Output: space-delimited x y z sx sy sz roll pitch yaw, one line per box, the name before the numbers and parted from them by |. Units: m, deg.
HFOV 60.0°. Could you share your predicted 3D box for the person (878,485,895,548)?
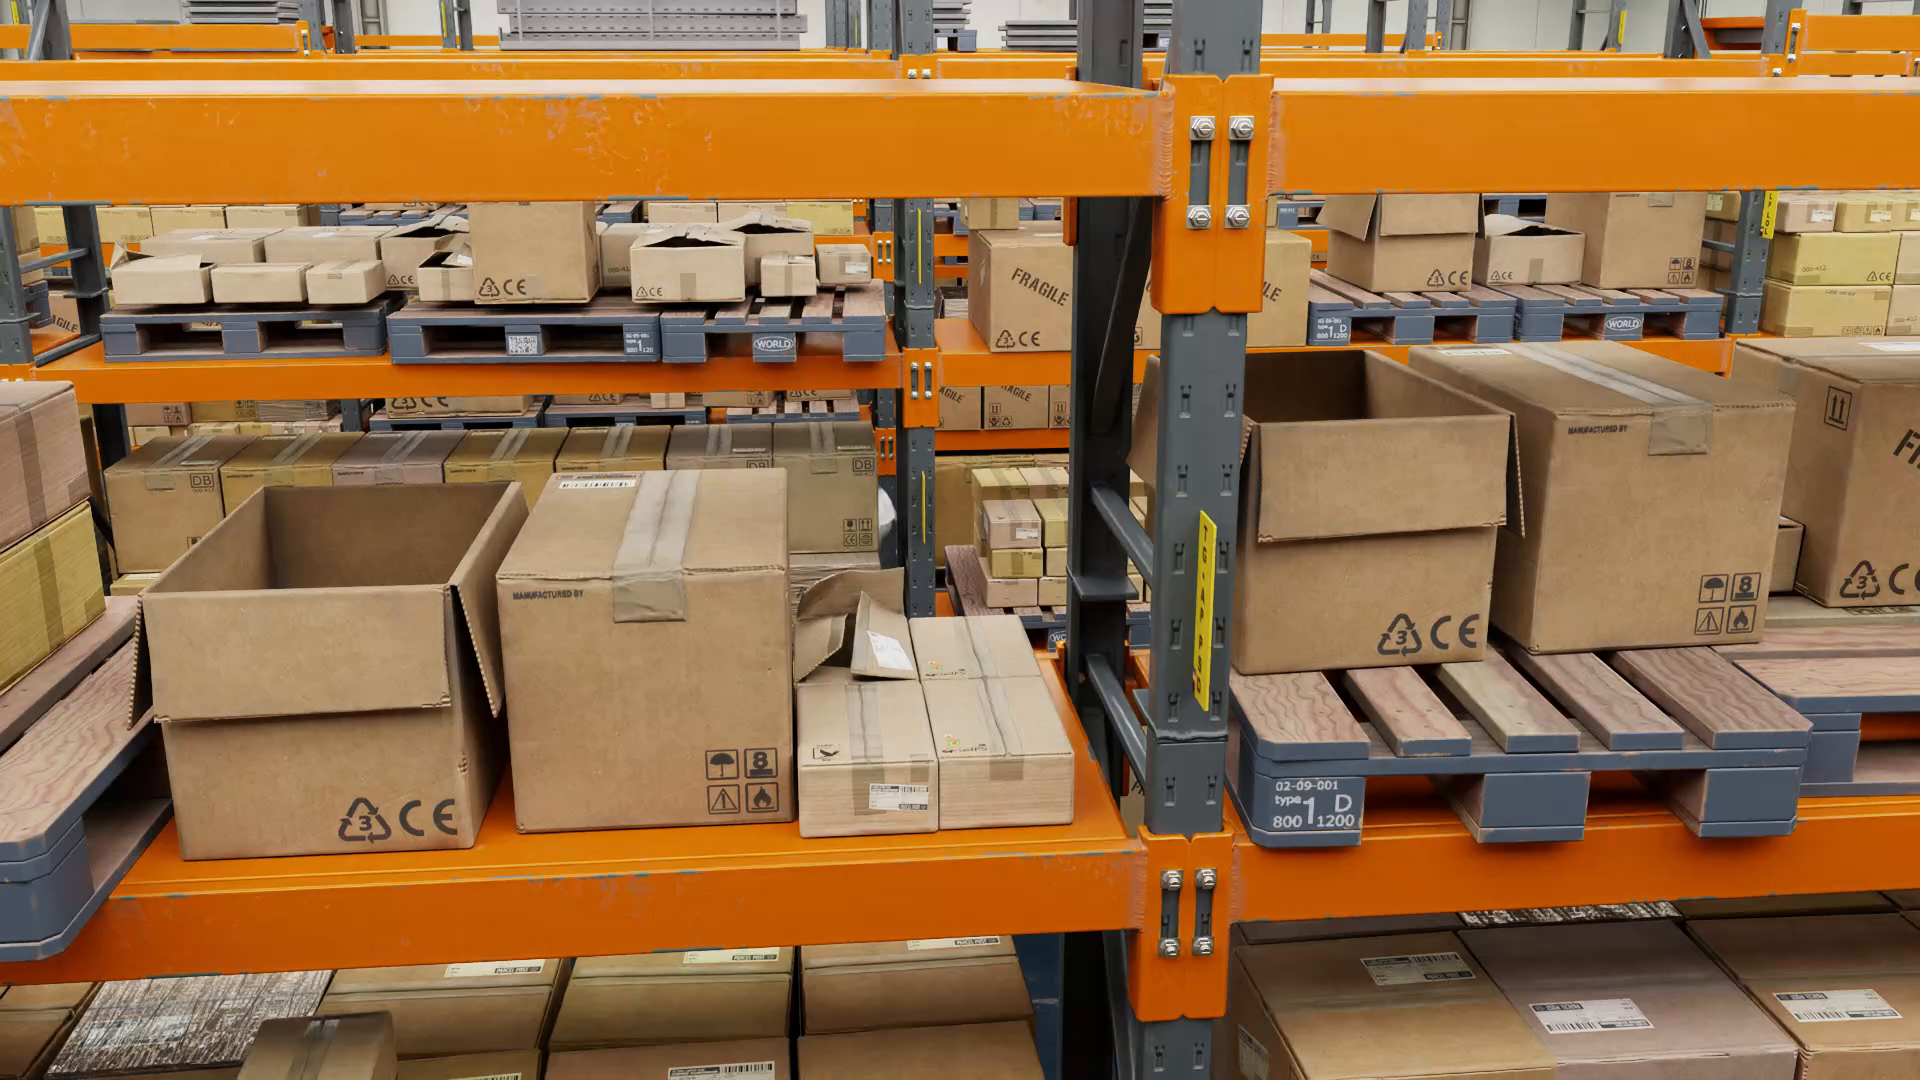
person | -0.906 -0.040 12.044 0.858 1.541 0.467 3 17 11
